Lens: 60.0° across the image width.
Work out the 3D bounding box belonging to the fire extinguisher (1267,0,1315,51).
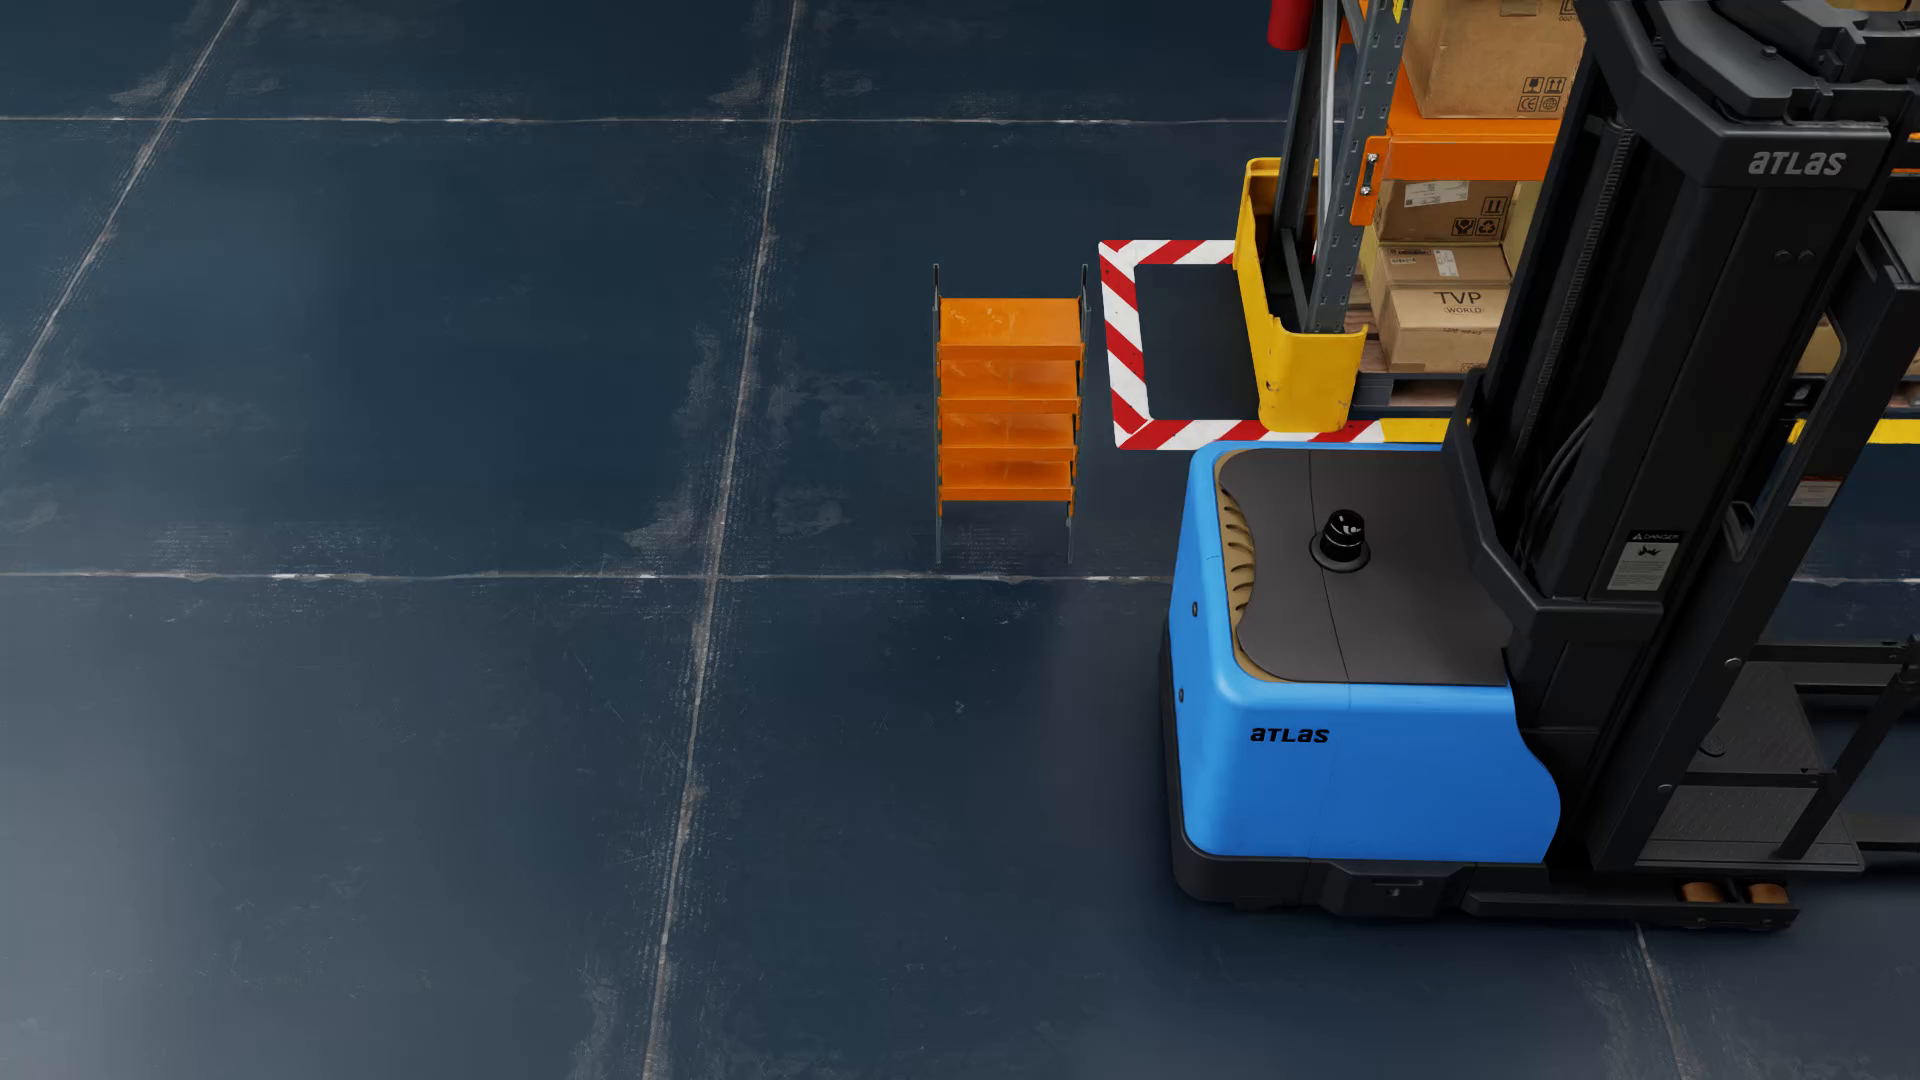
[{"bbox_3d":[1.291,-2.194,6.296,0.183,0.674,0.296,0,47,0],"label":"fire extinguisher"}]

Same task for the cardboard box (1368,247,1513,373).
[{"bbox_3d":[1.943,-0.922,6.651,0.500,0.250,0.500,0,47,0],"label":"cardboard box"}]

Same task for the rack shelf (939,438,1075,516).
[{"bbox_3d":[0.166,-0.227,6.005,0.480,0.148,0.258,0,47,0],"label":"rack shelf"}]

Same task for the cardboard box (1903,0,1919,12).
[{"bbox_3d":[3.422,-1.902,5.903,0.500,0.500,0.700,1,47,1],"label":"cardboard box"}]

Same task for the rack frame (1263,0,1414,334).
[{"bbox_3d":[1.407,-1.880,5.951,0.127,3.000,1.000,0,47,0],"label":"rack frame"}]

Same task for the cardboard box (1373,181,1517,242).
[{"bbox_3d":[1.945,-1.559,6.731,0.500,0.500,0.500,0,47,0],"label":"cardboard box"}]

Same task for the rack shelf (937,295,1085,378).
[{"bbox_3d":[0.166,-0.676,5.523,0.480,0.148,0.258,0,47,0],"label":"rack shelf"}]

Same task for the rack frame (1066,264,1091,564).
[{"bbox_3d":[0.410,-0.408,5.810,0.015,1.200,0.240,0,47,0],"label":"rack frame"}]

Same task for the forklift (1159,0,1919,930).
[{"bbox_3d":[2.192,-0.193,4.427,3.031,2.935,1.130,1,47,1],"label":"forklift"}]

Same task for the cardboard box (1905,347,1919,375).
[{"bbox_3d":[3.943,-0.916,6.645,0.500,0.250,0.500,0,47,0],"label":"cardboard box"}]

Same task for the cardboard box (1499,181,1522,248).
[{"bbox_3d":[2.445,-1.309,7.011,0.500,0.250,0.500,0,47,0],"label":"cardboard box"}]

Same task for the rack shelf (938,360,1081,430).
[{"bbox_3d":[0.166,-0.515,5.696,0.480,0.148,0.258,0,47,0],"label":"rack shelf"}]

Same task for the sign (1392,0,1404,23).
[{"bbox_3d":[1.399,-1.796,5.227,0.005,0.325,0.100,0,47,0],"label":"sign"}]

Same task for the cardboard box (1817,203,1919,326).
[{"bbox_3d":[3.443,-1.172,6.371,0.500,0.500,0.500,0,47,0],"label":"cardboard box"}]

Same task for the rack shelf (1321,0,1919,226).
[{"bbox_3d":[3.407,-1.630,6.209,4.000,0.370,1.077,0,47,0],"label":"rack shelf"}]

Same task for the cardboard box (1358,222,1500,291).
[{"bbox_3d":[1.945,-1.302,7.004,0.500,0.250,0.500,0,47,0],"label":"cardboard box"}]

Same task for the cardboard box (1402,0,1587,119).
[{"bbox_3d":[1.874,-1.904,5.905,0.500,0.500,0.700,0,47,0],"label":"cardboard box"}]

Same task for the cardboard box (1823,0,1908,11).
[{"bbox_3d":[2.896,-1.900,5.901,0.500,0.500,0.700,0,47,0],"label":"cardboard box"}]

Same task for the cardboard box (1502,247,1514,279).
[{"bbox_3d":[2.443,-0.924,6.652,0.500,0.250,0.500,0,47,0],"label":"cardboard box"}]

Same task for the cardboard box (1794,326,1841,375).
[{"bbox_3d":[3.443,-0.917,6.646,0.500,0.250,0.500,0,47,0],"label":"cardboard box"}]

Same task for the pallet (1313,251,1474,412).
[{"bbox_3d":[2.172,-0.959,6.998,1.213,0.211,1.003,0,47,0],"label":"pallet"}]

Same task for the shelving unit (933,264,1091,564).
[{"bbox_3d":[0.166,-0.408,5.810,0.503,1.200,0.258,0,47,0],"label":"shelving unit"}]

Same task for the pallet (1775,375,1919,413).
[{"bbox_3d":[3.389,-0.954,6.993,1.213,0.211,1.003,0,47,0],"label":"pallet"}]

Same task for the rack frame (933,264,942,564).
[{"bbox_3d":[-0.078,-0.409,5.811,0.015,1.200,0.240,0,47,0],"label":"rack frame"}]

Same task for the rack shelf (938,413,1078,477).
[{"bbox_3d":[0.166,-0.362,5.860,0.480,0.148,0.258,0,47,0],"label":"rack shelf"}]

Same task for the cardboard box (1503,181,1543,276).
[{"bbox_3d":[2.443,-1.178,6.376,0.500,0.500,0.500,0,47,0],"label":"cardboard box"}]

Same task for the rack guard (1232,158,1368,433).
[{"bbox_3d":[1.383,-1.029,6.866,0.348,0.500,1.175,0,47,0],"label":"rack guard"}]
